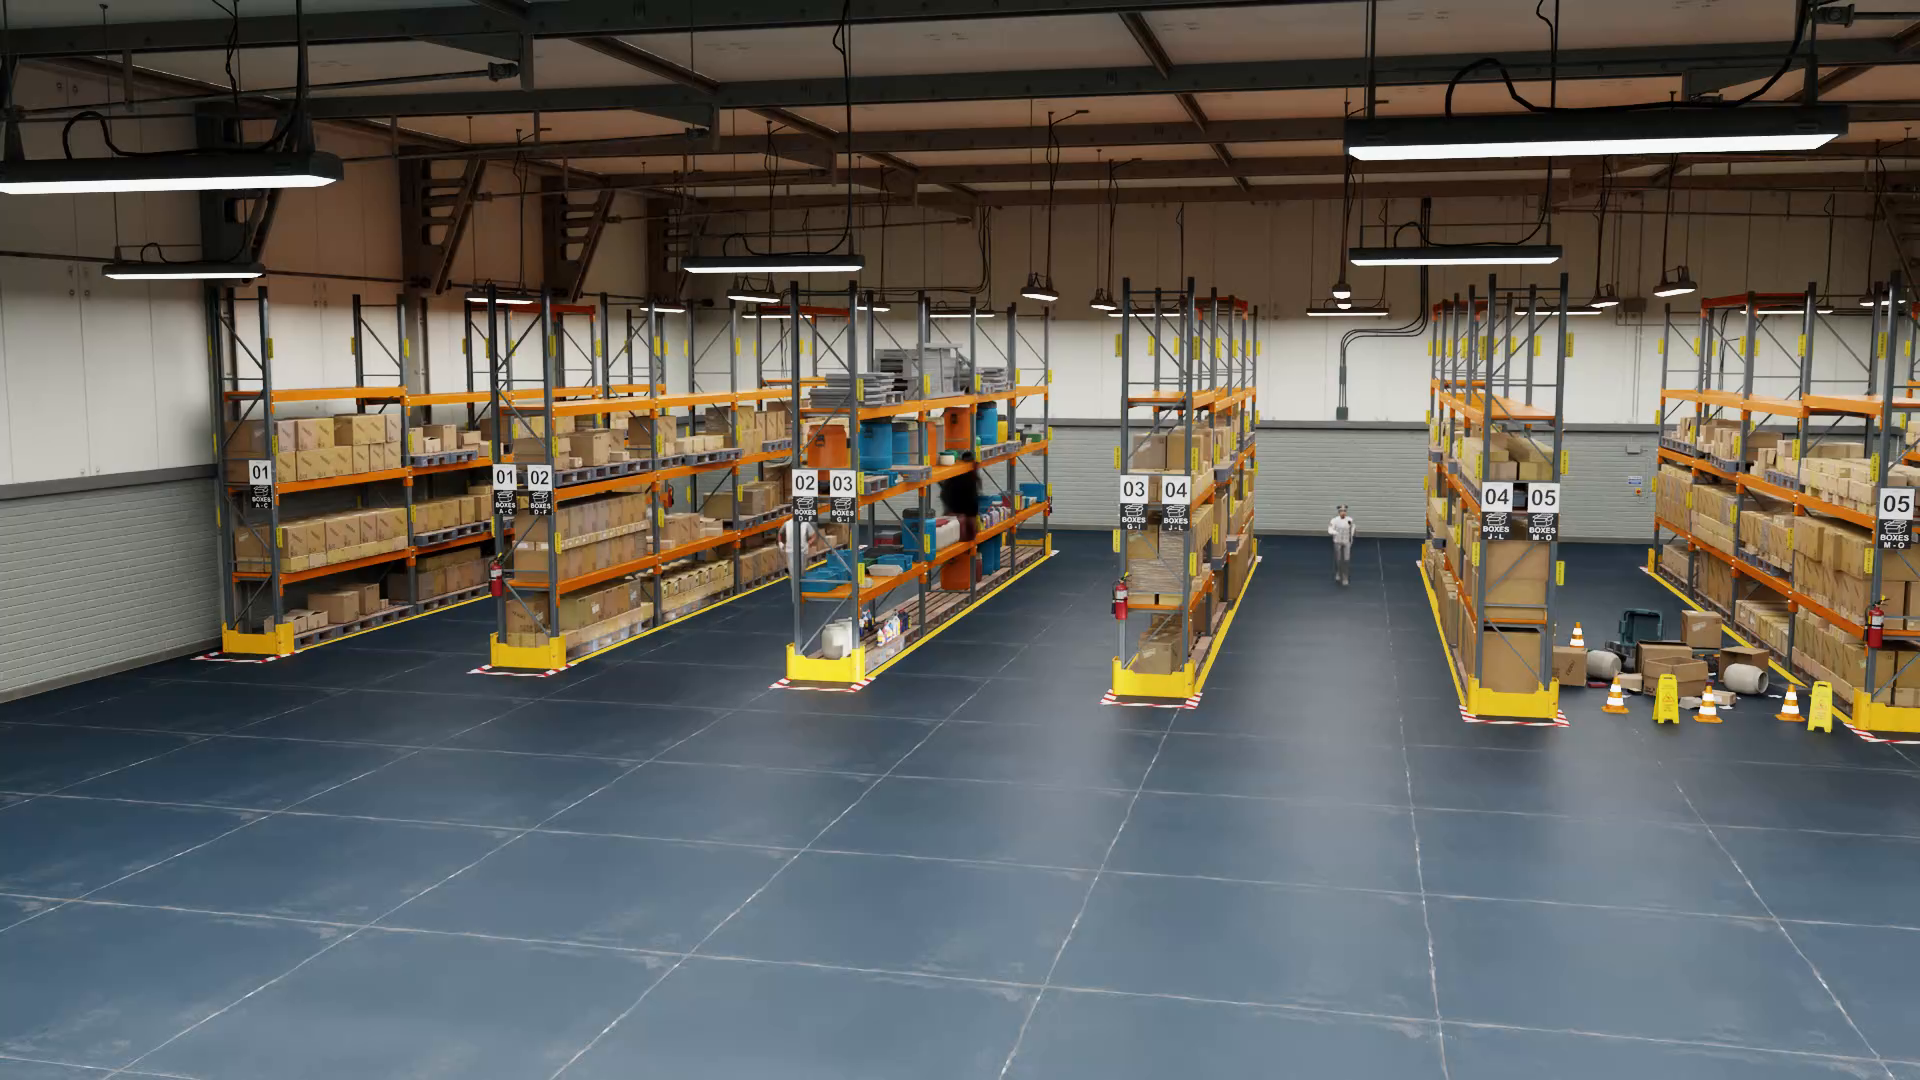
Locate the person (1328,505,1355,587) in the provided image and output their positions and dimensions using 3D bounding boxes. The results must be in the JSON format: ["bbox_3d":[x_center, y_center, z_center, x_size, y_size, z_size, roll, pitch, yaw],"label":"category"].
[{"bbox_3d":[8.144,0.083,35.507,0.562,1.719,0.857,1,7,11],"label":"person"}]

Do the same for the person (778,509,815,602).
[{"bbox_3d":[-3.086,0.254,31.258,0.714,1.767,0.745,0,7,0],"label":"person"}]

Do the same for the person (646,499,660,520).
[{"bbox_3d":[-7.121,-0.202,38.626,0.535,1.548,0.559,1,7,10],"label":"person"}]
